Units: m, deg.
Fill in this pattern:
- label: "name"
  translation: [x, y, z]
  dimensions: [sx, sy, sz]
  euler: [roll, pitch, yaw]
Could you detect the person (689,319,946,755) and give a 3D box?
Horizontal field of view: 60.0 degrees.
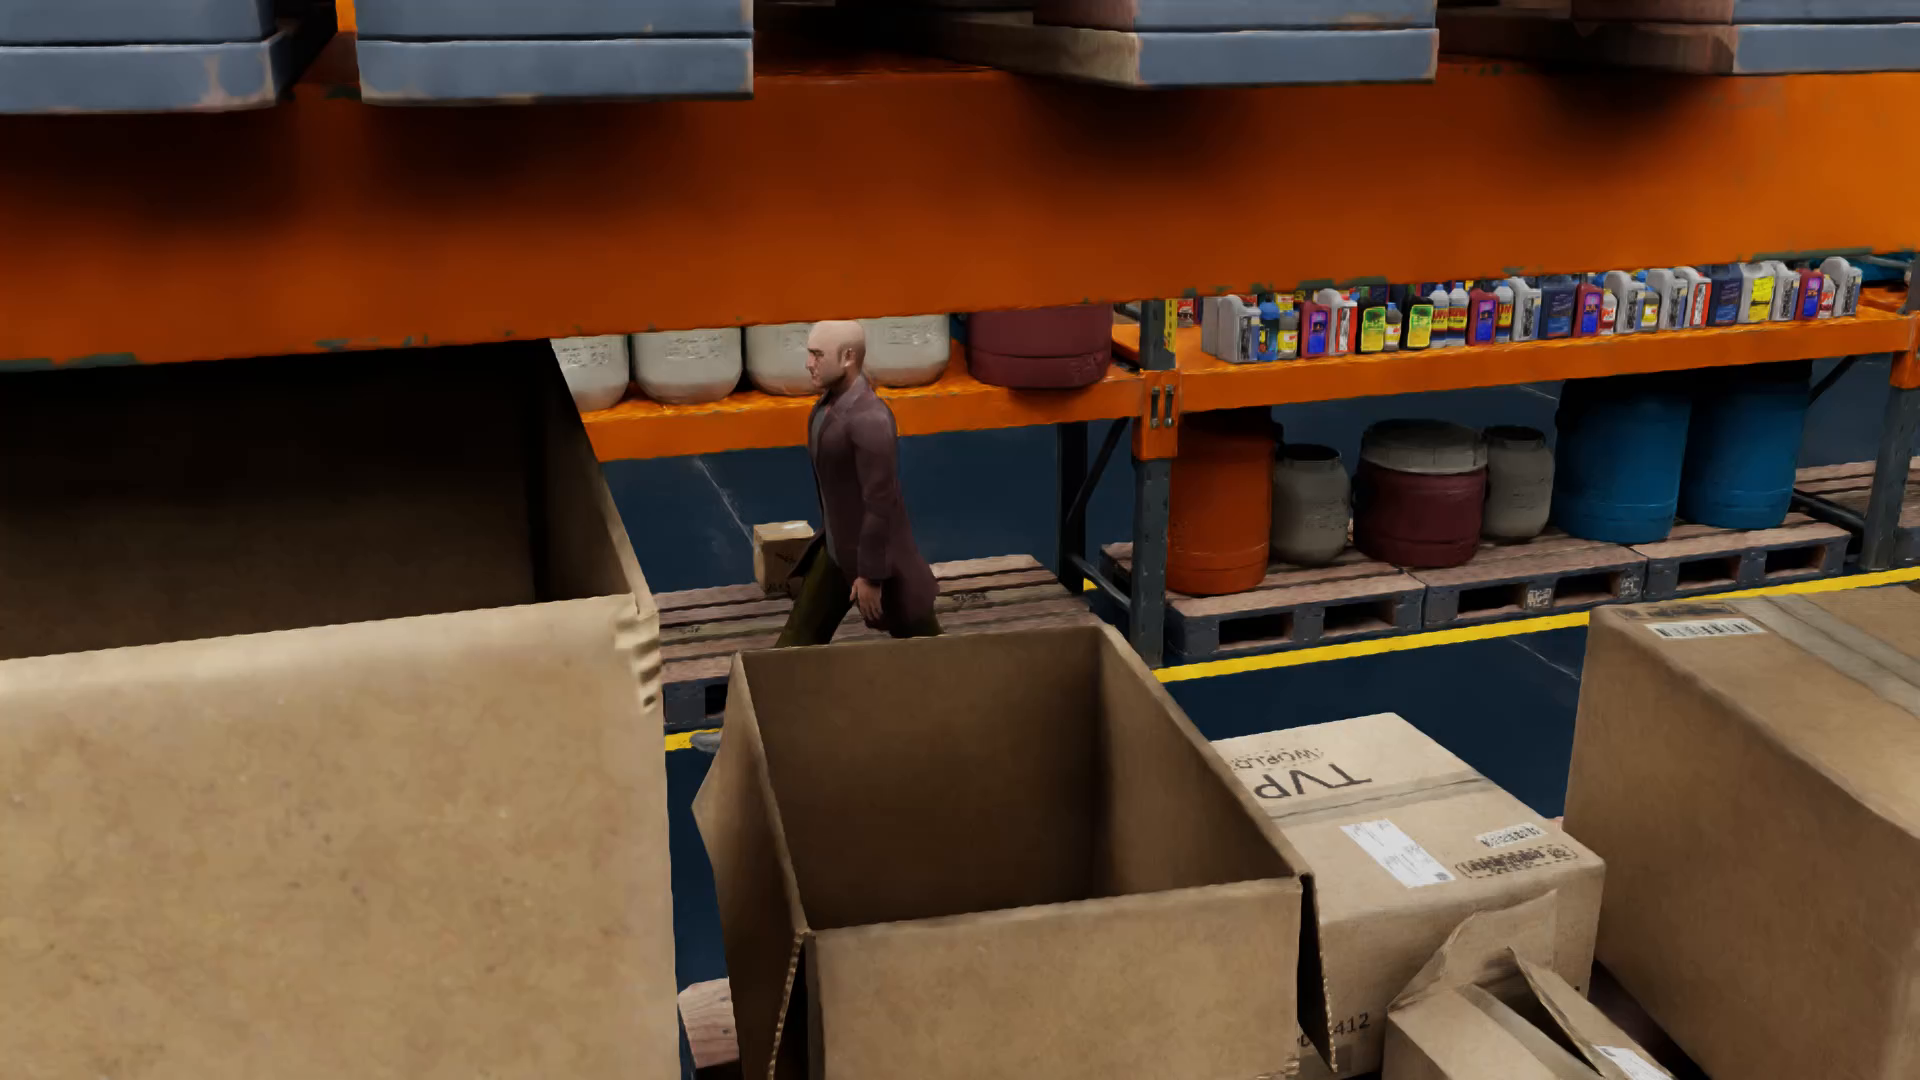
- label: "person"
  translation: [-0.411, 0.025, 6.022]
  dimensions: [1.152, 1.701, 0.595]
  euler: [-8, 20, -22]
